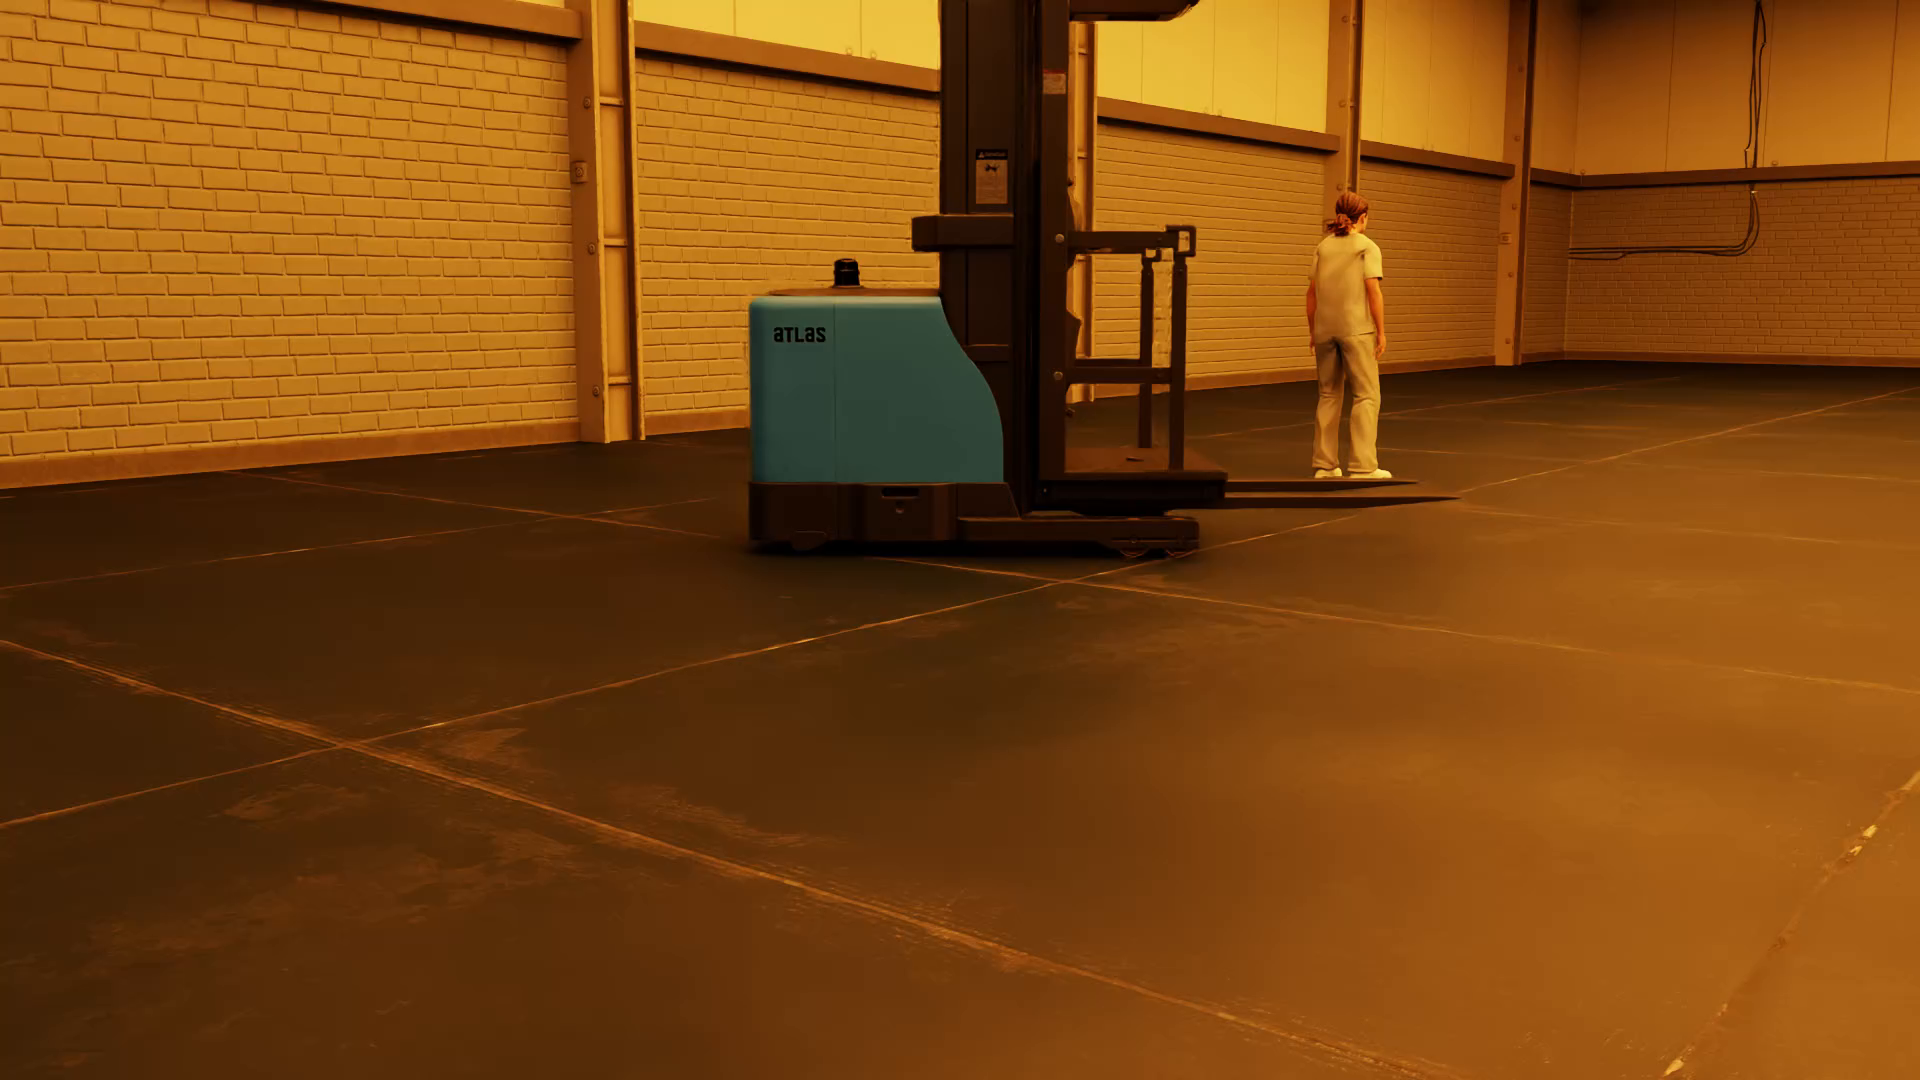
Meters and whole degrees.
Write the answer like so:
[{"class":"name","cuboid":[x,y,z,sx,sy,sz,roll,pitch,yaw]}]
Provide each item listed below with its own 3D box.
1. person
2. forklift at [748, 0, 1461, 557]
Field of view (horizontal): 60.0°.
[{"class":"person","cuboid":[2.245,-1.173,9.650,0.493,1.672,0.363,8,11,42]},{"class":"forklift","cuboid":[0.621,-1.455,7.224,3.031,2.935,1.130,0,8,-1]}]
